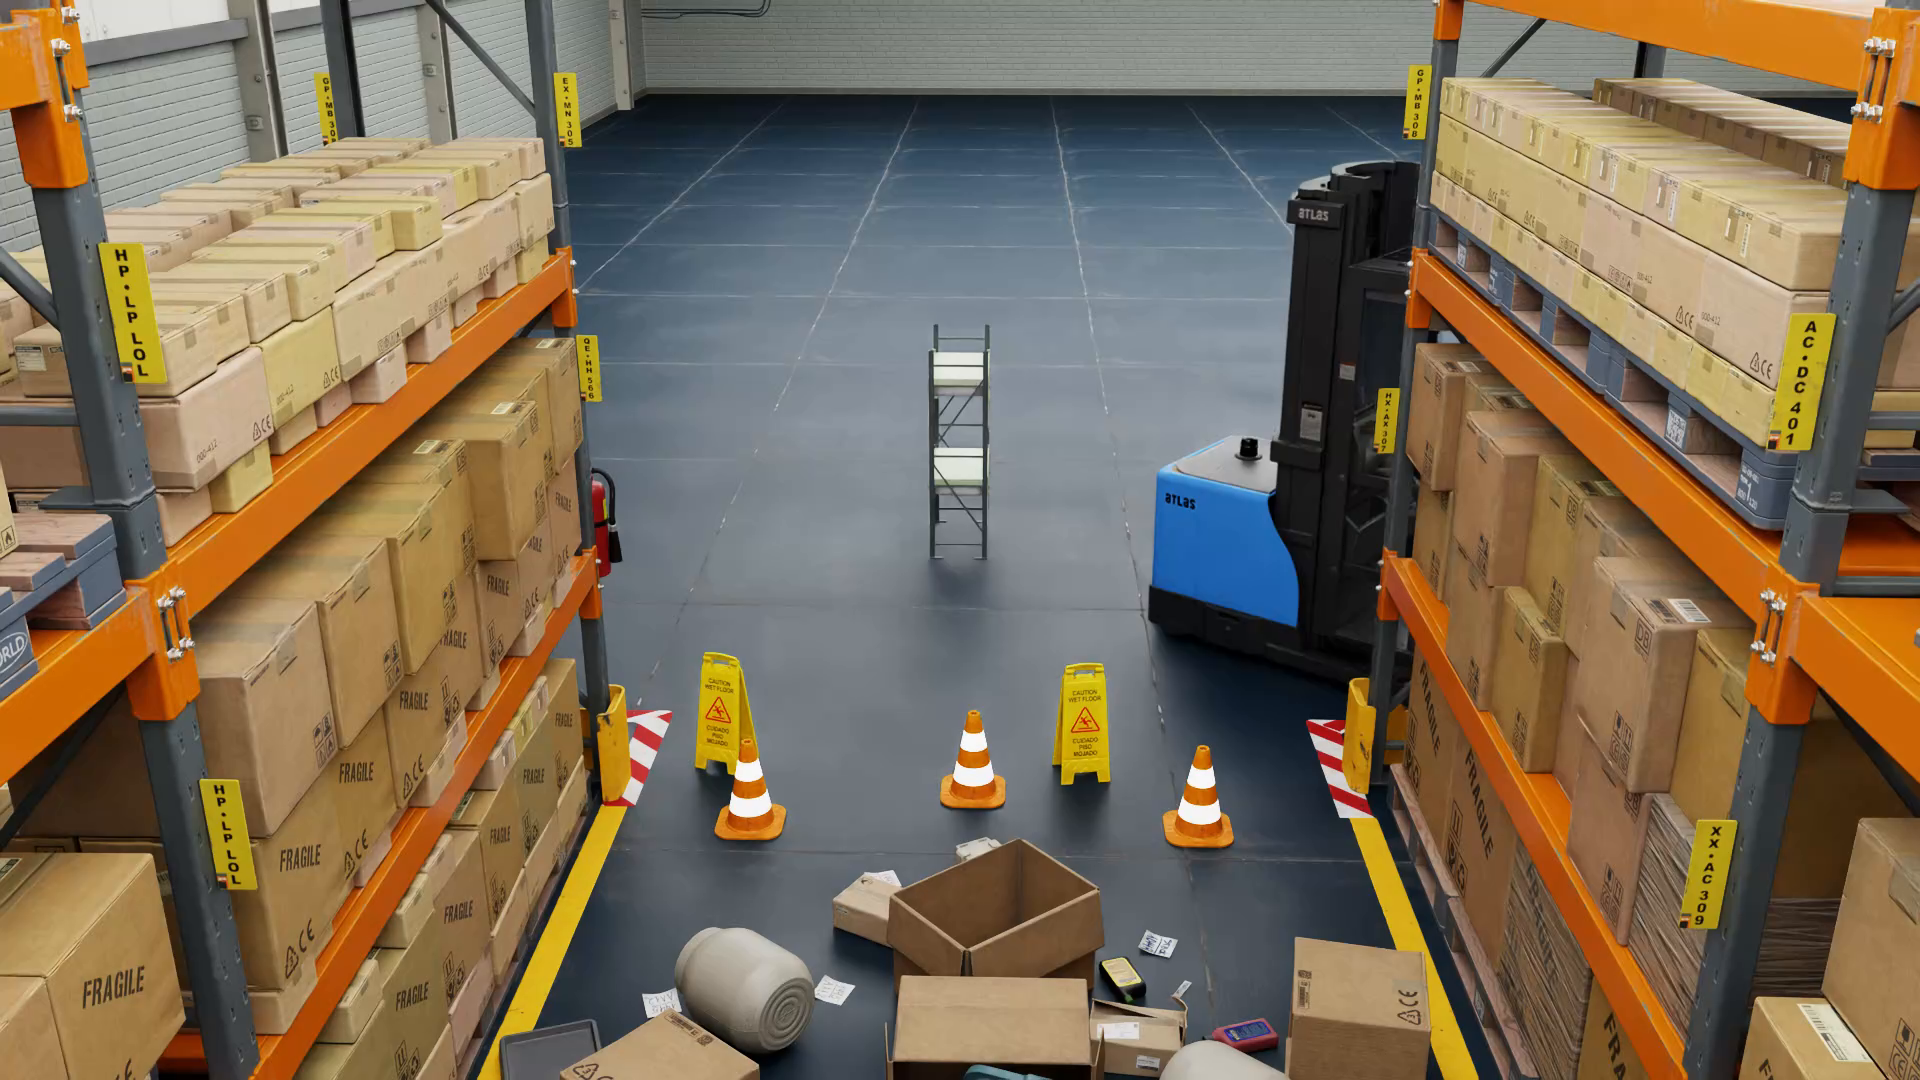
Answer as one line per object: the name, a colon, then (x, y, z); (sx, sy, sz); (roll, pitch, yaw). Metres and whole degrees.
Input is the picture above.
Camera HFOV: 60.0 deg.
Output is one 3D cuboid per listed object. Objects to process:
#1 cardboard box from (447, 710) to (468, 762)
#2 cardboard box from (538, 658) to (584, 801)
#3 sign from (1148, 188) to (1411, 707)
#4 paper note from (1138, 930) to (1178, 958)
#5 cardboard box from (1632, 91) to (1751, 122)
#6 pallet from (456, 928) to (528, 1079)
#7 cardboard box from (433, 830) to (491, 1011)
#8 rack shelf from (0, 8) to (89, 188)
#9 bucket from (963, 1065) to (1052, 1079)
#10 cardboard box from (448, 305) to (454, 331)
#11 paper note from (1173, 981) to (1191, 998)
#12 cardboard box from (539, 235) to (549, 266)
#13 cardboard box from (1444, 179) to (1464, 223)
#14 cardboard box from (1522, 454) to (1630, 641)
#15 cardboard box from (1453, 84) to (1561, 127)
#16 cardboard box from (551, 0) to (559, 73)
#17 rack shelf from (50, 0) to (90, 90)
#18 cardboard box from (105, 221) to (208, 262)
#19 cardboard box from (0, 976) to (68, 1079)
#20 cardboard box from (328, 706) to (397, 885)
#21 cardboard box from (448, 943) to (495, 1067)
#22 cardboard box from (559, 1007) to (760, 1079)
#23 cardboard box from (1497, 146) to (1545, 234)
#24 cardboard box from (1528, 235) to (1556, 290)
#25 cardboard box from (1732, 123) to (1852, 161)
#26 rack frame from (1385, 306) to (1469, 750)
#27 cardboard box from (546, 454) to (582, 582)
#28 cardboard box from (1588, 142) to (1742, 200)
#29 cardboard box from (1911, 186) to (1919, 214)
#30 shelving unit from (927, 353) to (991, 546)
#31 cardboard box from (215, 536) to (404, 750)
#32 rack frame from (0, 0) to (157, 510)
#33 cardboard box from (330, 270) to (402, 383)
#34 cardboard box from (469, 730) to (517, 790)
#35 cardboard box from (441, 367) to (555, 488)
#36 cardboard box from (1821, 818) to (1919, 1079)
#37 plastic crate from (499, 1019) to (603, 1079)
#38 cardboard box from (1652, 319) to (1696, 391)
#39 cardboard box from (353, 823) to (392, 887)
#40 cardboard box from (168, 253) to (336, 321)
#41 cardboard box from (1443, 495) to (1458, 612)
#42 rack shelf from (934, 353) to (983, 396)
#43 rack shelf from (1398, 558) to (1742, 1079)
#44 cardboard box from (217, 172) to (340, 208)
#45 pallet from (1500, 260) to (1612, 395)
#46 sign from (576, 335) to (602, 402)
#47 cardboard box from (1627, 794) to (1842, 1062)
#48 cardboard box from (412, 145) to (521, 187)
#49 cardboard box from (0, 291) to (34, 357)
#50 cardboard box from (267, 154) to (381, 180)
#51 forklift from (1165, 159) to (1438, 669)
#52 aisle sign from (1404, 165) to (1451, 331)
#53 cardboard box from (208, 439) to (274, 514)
cardboard box: (-2.092, 0.753, 6.289); (0.380, 0.149, 0.250); (1, 21, 1)
cardboard box: (-2.092, 0.883, 7.791); (0.500, 0.500, 0.500); (1, 21, 2)
sign: (2.208, -0.684, 9.885); (2.177, 2.768, 2.025); (1, 21, 2)
paper note: (0.879, 1.790, 7.376); (0.144, 0.017, 0.142); (8, 23, 20)
cardboard box: (2.858, 0.856, 2.749); (0.691, 2.098, 9.463); (0, 21, -1)
pallet: (-2.468, 2.619, 4.987); (1.045, 0.211, 5.110); (1, 21, 2)
cardboard box: (-2.140, 1.445, 6.342); (0.500, 0.500, 0.500); (2, 21, 4)
rack shelf: (-2.511, -0.252, 1.785); (1.077, 0.370, 4.000); (1, 21, 2)
bucket: (0.201, 2.061, 4.995); (0.726, 0.611, 0.620); (8, 33, 20)
cardboard box: (-2.126, -0.833, 6.229); (0.380, 0.149, 0.250); (0, 21, 0)
paper note: (0.947, 1.913, 7.084); (0.032, 0.001, 0.123); (13, 25, 29)
cardboard box: (-2.060, -1.295, 7.421); (0.380, 0.149, 0.250); (1, 21, 2)
cardboard box: (2.285, -1.439, 7.074); (0.380, 0.149, 0.250); (1, 21, 2)
cardboard box: (2.609, 0.026, 6.115); (0.875, 0.550, 0.500); (1, 21, 2)
cardboard box: (2.286, -1.816, 6.942); (0.380, 0.149, 0.250); (1, 21, 2)
cardboard box: (-3.179, -11.385, 28.930); (9.106, 9.000, 0.560); (0, 21, 1)
rack shelf: (-2.389, -1.883, 5.441); (1.077, 0.370, 4.000); (1, 21, 2)
cardboard box: (-2.686, -0.940, 5.403); (0.380, 0.149, 0.250); (1, 21, 2)
cardboard box: (-2.248, 1.268, 3.485); (0.500, 0.500, 0.500); (1, 21, 2)
cardboard box: (-2.166, 0.777, 5.330); (0.500, 0.500, 0.500); (1, 21, 1)
cardboard box: (-2.144, 1.791, 6.487); (0.500, 0.250, 0.500); (0, 21, 1)
cardboard box: (-1.057, 2.092, 5.943); (0.500, 0.500, 0.500); (18, 27, 38)
cardboard box: (2.322, -1.300, 6.164); (0.500, 0.250, 0.500); (0, 21, 1)
cardboard box: (2.246, -0.983, 5.898); (0.380, 0.149, 0.250); (1, 21, 2)
cardboard box: (2.905, -1.347, 5.732); (0.380, 0.149, 0.250); (1, 21, 2)
rack frame: (2.626, -0.128, 8.213); (0.949, 2.616, 0.053); (1, 21, 2)
cardboard box: (-2.069, -0.132, 7.673); (0.500, 0.500, 0.500); (0, 21, 1)
cardboard box: (2.233, -1.169, 5.276); (0.380, 0.149, 0.250); (0, 21, 1)
cardboard box: (2.874, -0.981, 4.790); (0.380, 0.149, 0.250); (0, 21, 1)
shelving unit: (0.000, -0.700, 11.759); (0.431, 1.308, 0.731); (1, 21, 2)
cardboard box: (-2.182, 0.308, 5.158); (0.700, 0.500, 0.500); (1, 21, 2)
rack frame: (-2.450, -1.497, 3.446); (1.000, 3.000, 0.127); (1, 21, 2)
cardboard box: (-2.128, -0.691, 5.312); (0.500, 0.250, 0.500); (1, 21, 2)
cardboard box: (-2.057, 0.900, 6.850); (0.380, 0.149, 0.250); (2, 21, 4)
cardboard box: (-2.148, -0.428, 7.052); (0.700, 0.500, 0.500); (1, 21, 2)
cardboard box: (2.492, 0.985, 3.823); (0.700, 0.500, 0.500); (0, 21, 1)
plastic crate: (-1.583, 2.103, 6.499); (0.402, 0.080, 0.583); (-7, 22, -17)
cardboard box: (2.206, -0.525, 4.718); (0.380, 0.149, 0.250); (1, 21, 2)
cardboard box: (-2.144, 1.030, 5.576); (0.380, 0.149, 0.250); (1, 21, 3)
cardboard box: (-2.084, -0.748, 4.907); (0.380, 0.149, 0.250); (0, 21, 1)
cardboard box: (2.662, 0.136, 7.325); (0.875, 0.550, 0.550); (1, 21, 2)
rack shelf: (0.000, -1.157, 11.587); (0.368, 0.124, 0.686); (1, 21, 2)
rack shelf: (2.562, 0.806, 6.431); (0.919, 0.052, 3.809); (1, 21, 2)
cardboard box: (-4.865, -0.589, 6.432); (4.904, 1.547, 0.749); (0, 21, 1)
pallet: (2.576, -0.775, 5.855); (1.003, 0.211, 1.213); (1, 21, 2)
sign: (-1.774, -0.820, 7.958); (0.100, 0.325, 0.005); (1, 21, 2)
cardboard box: (2.500, 1.115, 4.802); (0.875, 0.550, 0.550); (1, 21, 2)
cardboard box: (-2.090, -1.581, 7.055); (0.380, 0.149, 0.250); (1, 21, 3)
cardboard box: (-2.727, -0.565, 4.436); (0.380, 0.149, 0.250); (0, 21, 0)
cardboard box: (-2.604, -1.492, 6.826); (0.380, 0.149, 0.250); (1, 21, 2)
forklift: (2.659, -0.601, 9.527); (3.031, 2.935, 1.121); (16, 26, 35)
aisle sign: (2.325, -1.369, 7.817); (0.394, 0.787, 0.004); (1, 21, 2)
cardboard box: (-2.129, -0.185, 4.560); (0.380, 0.149, 0.250); (1, 21, 2)
